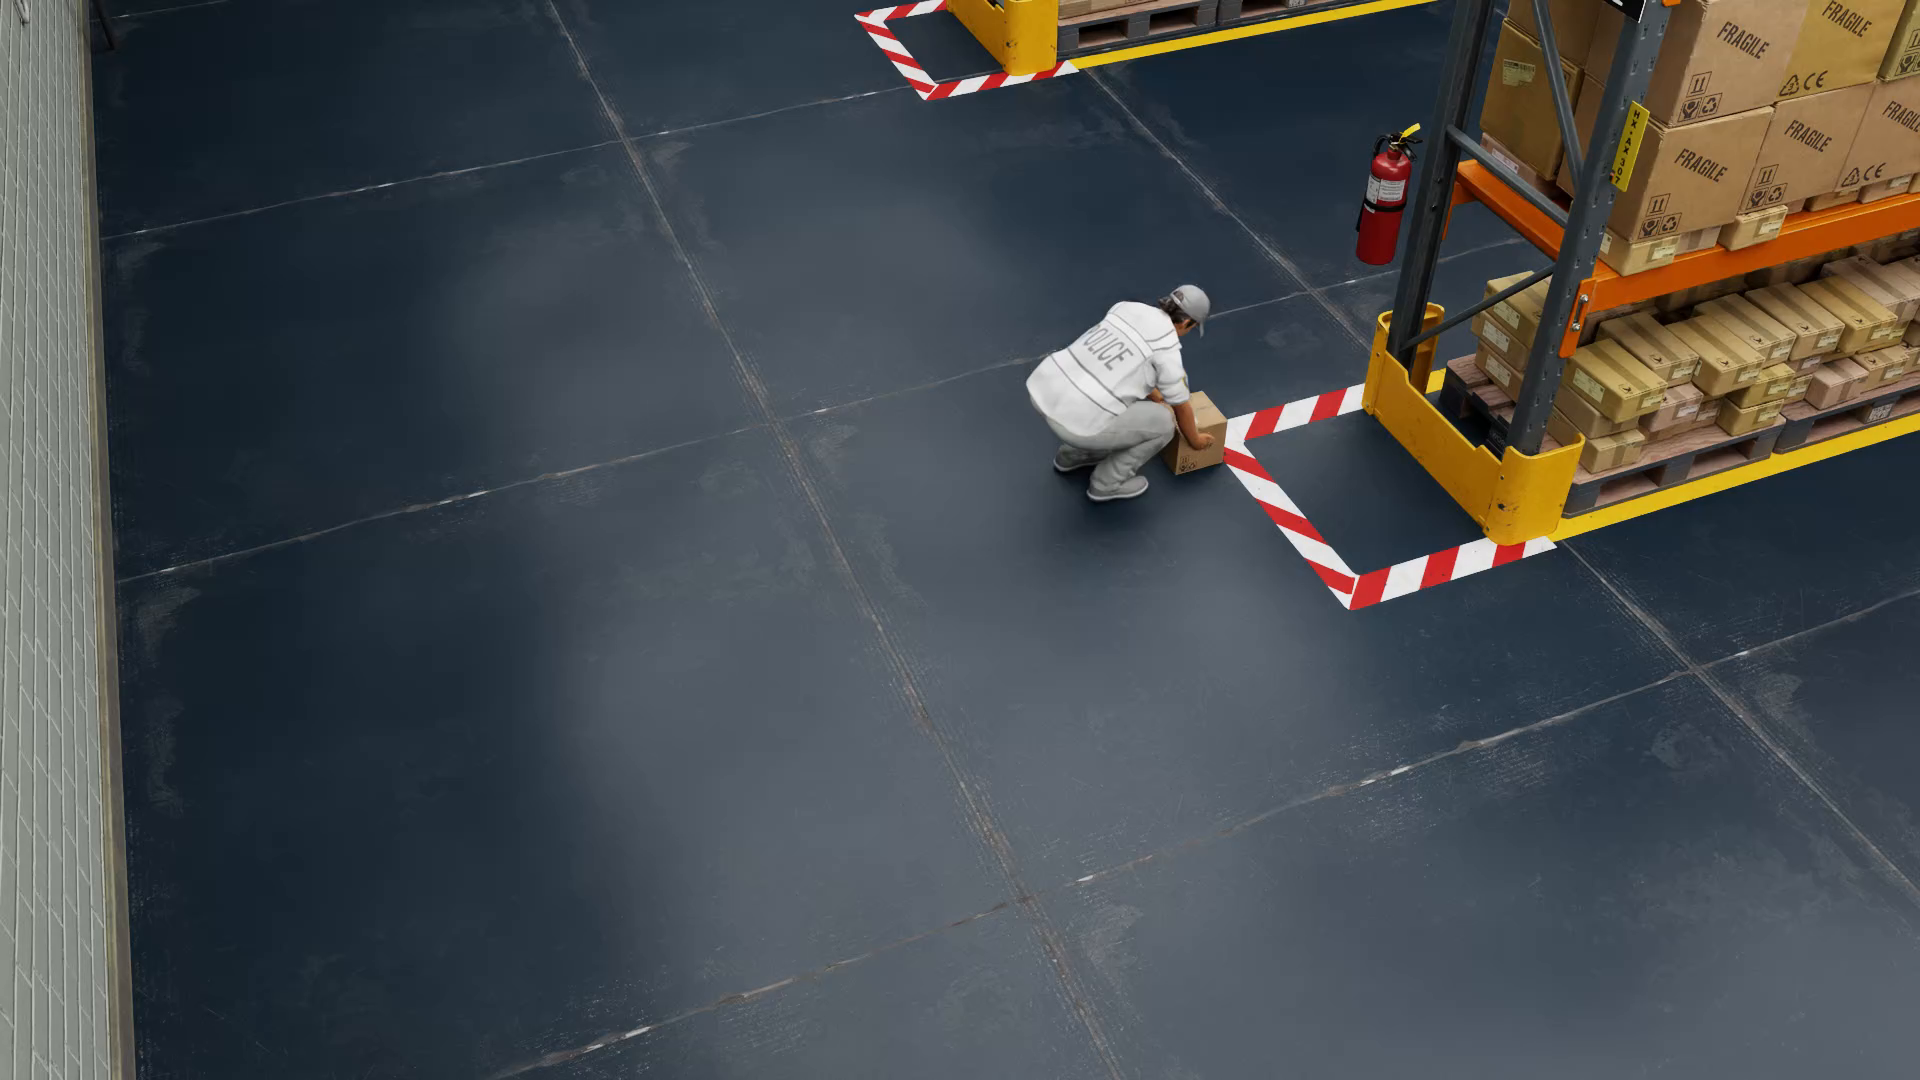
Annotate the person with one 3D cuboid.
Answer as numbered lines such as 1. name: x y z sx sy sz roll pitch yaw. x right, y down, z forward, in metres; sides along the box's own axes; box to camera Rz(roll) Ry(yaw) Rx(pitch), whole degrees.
1. person: 0.727 -0.659 7.462 0.838 0.907 0.516 -16 44 -17
